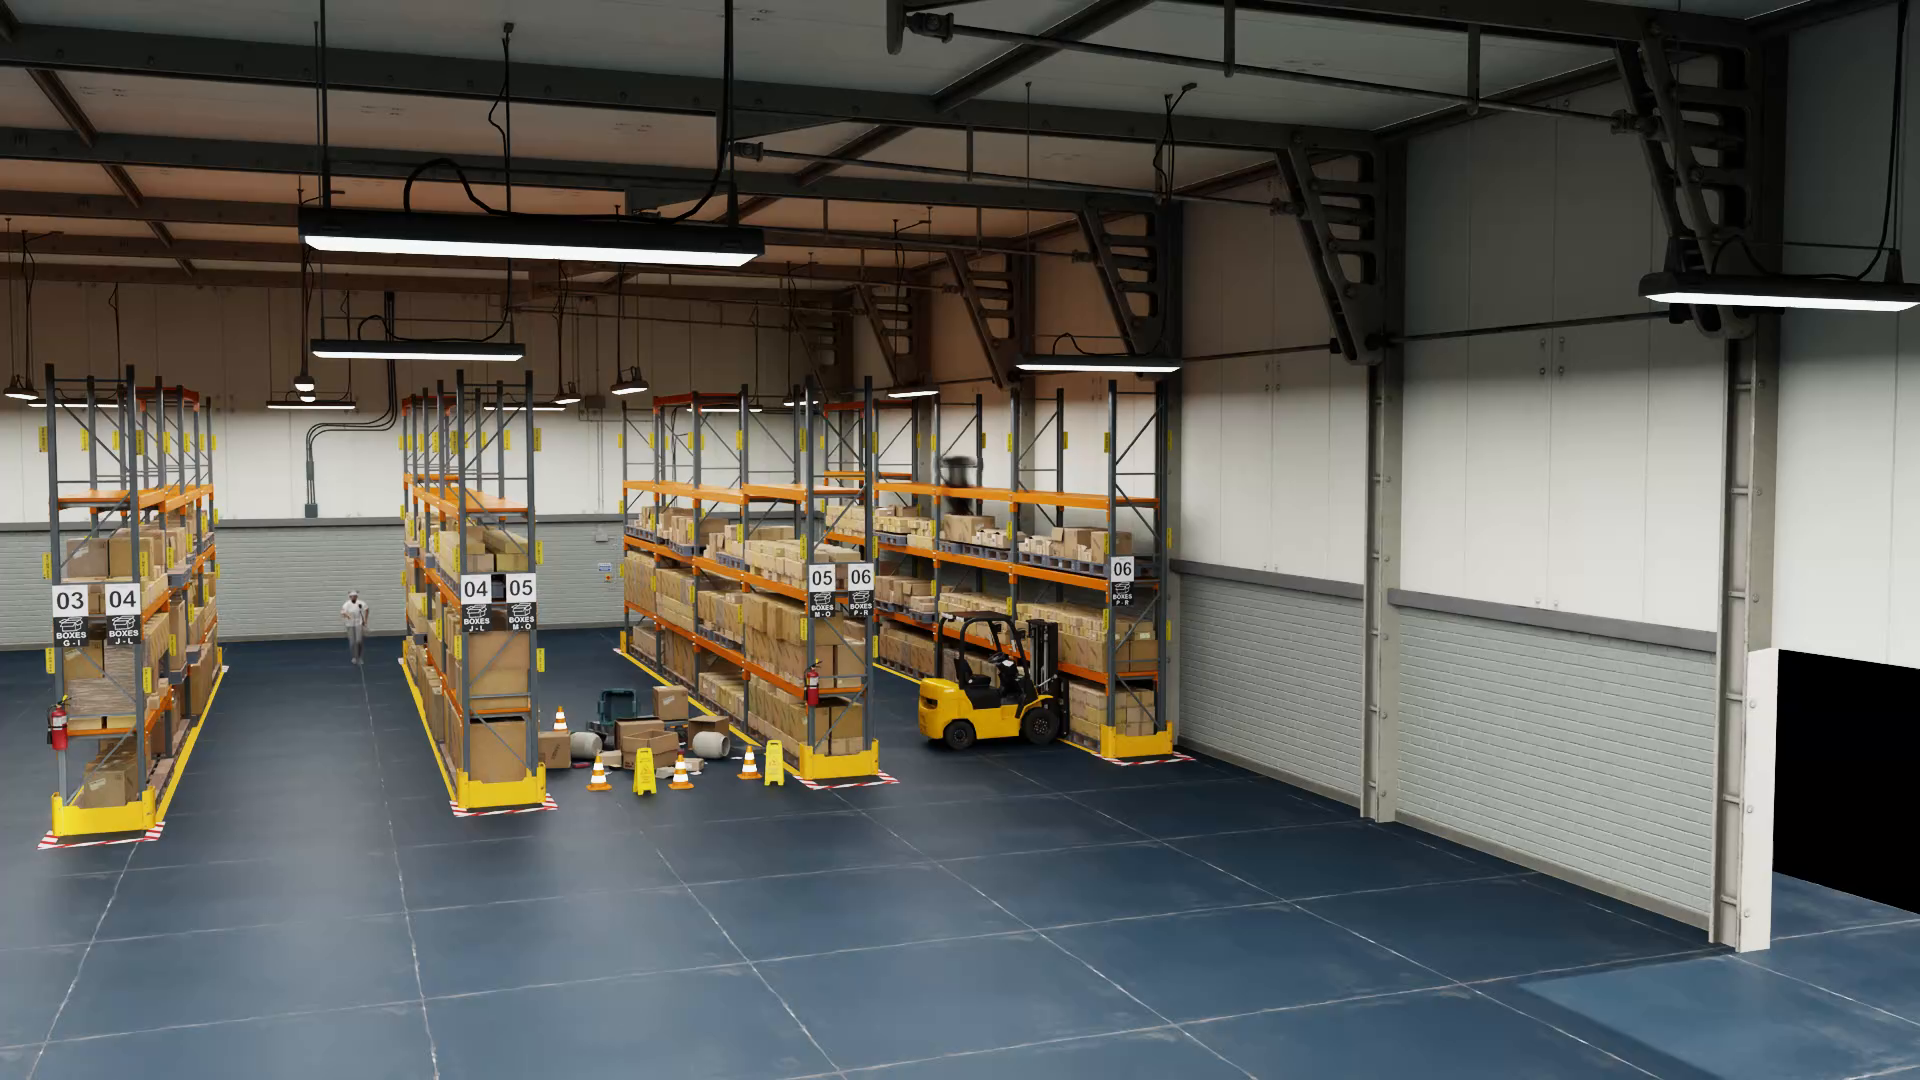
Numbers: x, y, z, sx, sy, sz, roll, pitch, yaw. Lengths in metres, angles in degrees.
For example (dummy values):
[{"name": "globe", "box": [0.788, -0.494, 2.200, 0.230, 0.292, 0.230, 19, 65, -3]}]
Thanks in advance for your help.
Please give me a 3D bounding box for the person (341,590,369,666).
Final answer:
[{"name": "person", "box": [-13.631, 1.977, 37.448, 0.572, 1.745, 0.767, -1, 3, -13]}]
